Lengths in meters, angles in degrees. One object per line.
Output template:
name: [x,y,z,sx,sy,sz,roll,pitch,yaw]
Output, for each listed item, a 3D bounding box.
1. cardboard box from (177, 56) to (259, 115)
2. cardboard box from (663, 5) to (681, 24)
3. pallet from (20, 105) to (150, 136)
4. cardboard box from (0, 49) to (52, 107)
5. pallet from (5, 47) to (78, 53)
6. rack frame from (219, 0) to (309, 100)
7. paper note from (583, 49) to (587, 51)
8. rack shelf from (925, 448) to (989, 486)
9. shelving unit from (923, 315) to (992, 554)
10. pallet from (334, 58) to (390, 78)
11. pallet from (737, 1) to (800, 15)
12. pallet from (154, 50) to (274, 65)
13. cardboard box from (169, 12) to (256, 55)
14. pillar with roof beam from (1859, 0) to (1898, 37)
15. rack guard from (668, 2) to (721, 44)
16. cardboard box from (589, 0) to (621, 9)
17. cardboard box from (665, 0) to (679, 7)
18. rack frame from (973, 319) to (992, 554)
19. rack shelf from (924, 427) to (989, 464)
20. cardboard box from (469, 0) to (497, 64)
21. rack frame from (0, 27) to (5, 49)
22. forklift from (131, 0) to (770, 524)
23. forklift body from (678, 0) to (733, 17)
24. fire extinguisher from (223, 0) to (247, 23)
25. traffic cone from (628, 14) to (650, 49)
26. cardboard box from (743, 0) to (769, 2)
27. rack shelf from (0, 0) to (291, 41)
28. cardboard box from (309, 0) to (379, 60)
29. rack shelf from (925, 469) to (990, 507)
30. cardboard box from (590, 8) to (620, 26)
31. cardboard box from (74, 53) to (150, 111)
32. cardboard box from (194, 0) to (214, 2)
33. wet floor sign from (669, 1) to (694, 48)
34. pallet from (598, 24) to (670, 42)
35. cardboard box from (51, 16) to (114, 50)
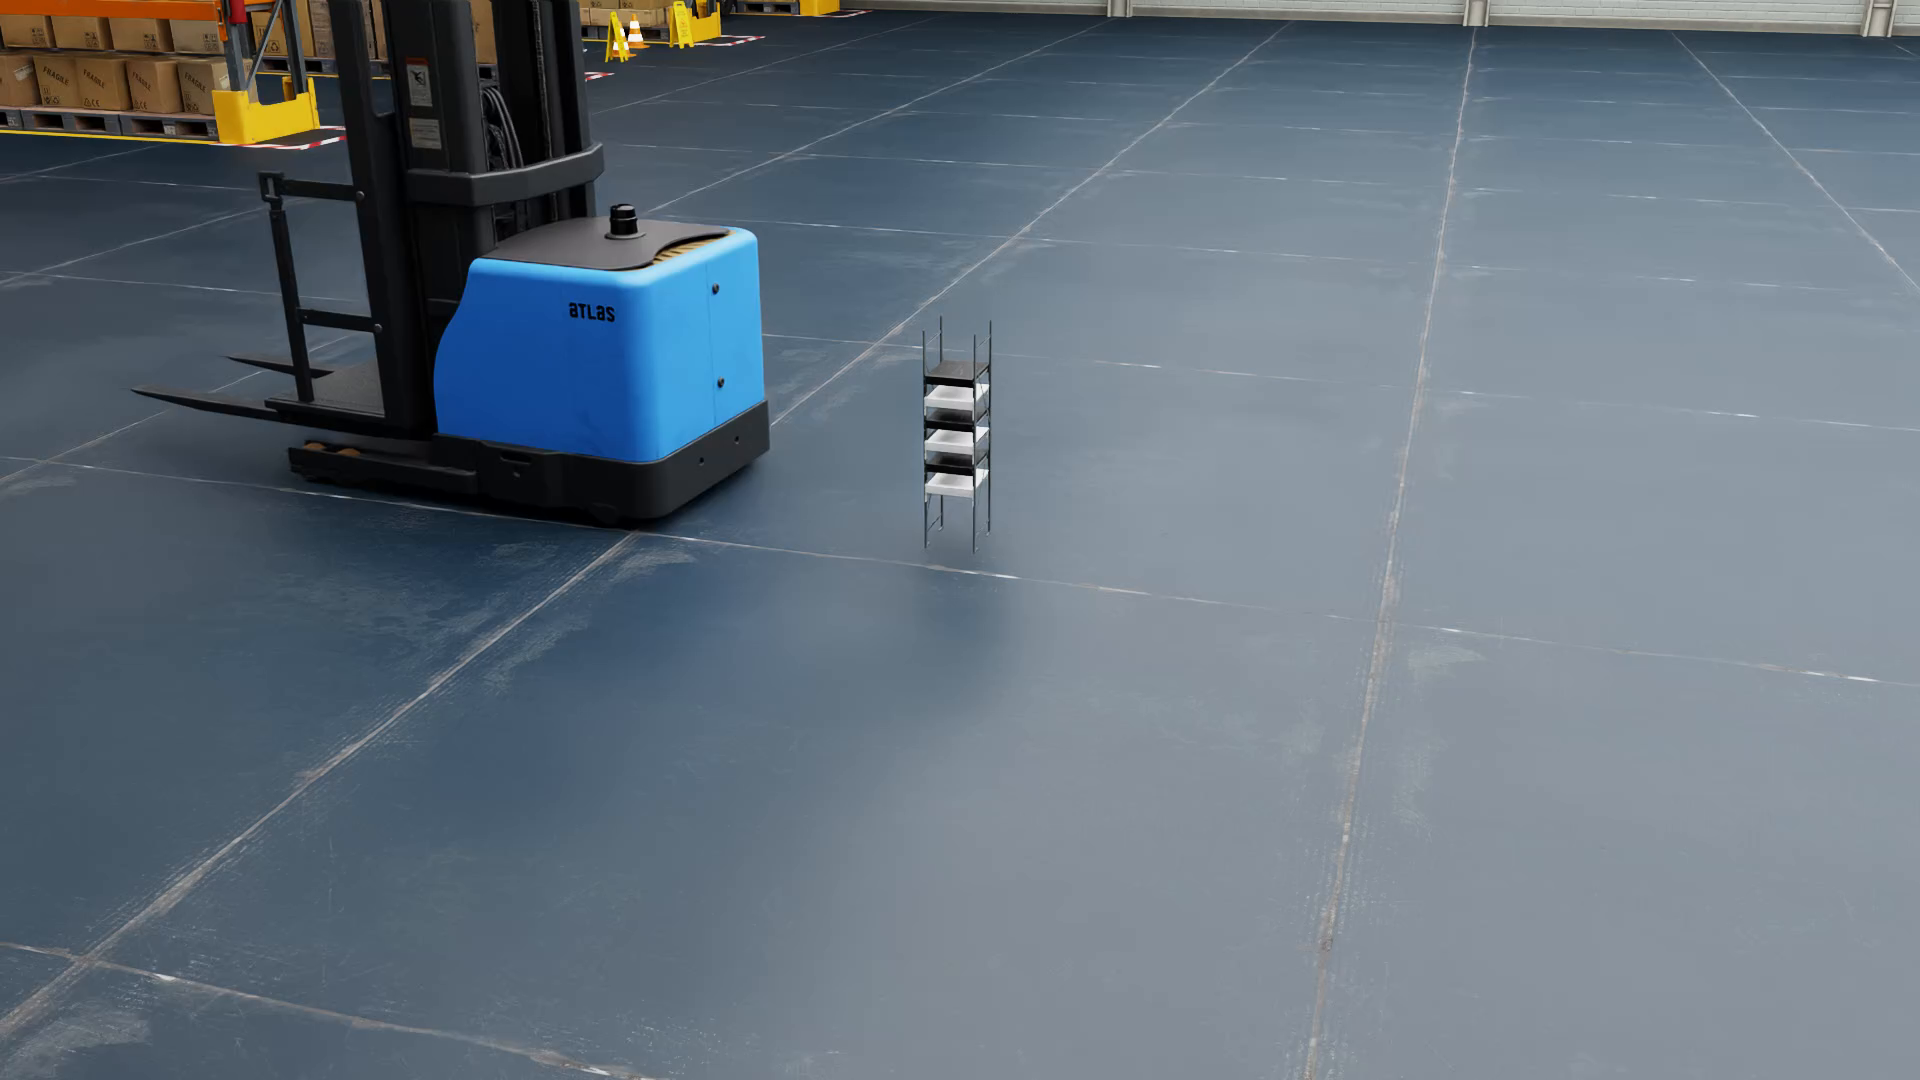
cardboard box: [-7.417,-4.545,16.639,0.500,0.500,0.500,11,25,25]
cardboard box: [-4.654,-8.145,25.743,0.500,0.250,0.500,6,23,15]
pallet: [-8.828,-4.387,17.188,1.213,0.211,1.003,7,23,16]
cardboard box: [-9.731,-4.791,17.237,0.500,0.500,0.500,15,27,32]
pallet: [-12.220,-6.697,22.818,1.213,0.211,1.003,7,23,16]
rack frame: [-6.824,-5.433,16.062,0.127,3.000,1.000,7,23,16]
paper note: [-5.441,-7.040,23.893,0.142,0.019,0.148,-1,22,-3]
rack shelf: [-0.008,-0.303,6.648,0.200,0.077,0.258,7,23,16]
shelving unit: [-0.008,-0.417,6.601,0.210,0.900,0.258,7,23,16]
pallet: [-7.247,-6.127,21.430,1.213,0.211,1.003,7,23,15]
pallet: [-3.275,-9.616,29.934,1.213,0.211,1.003,7,23,16]
pallet: [-9.884,-6.430,22.166,1.213,0.211,1.003,7,23,16]
cardboard box: [-9.744,-6.851,21.931,0.750,0.750,1.050,6,23,15]
pillar with roof beam: [13.052,-10.479,20.460,0.400,9.000,9.100,7,23,16]
rack guard: [-4.034,-7.885,25.335,0.348,0.500,1.175,7,23,16]
cardboard box: [-5.304,-8.352,25.260,0.500,0.500,0.500,7,23,17]
cardboard box: [-4.676,-8.494,25.606,0.500,0.500,0.500,6,23,14]
rack frame: [0.090,-0.406,6.574,0.006,0.900,0.240,7,23,16]
rack shelf: [-0.008,-0.386,6.614,0.200,0.077,0.258,7,23,16]
cardboard box: [-5.963,-6.486,20.875,0.875,0.875,0.875,7,23,16]
rack frame: [-12.953,-8.101,22.567,0.127,3.000,1.000,7,23,16]
forklift: [-2.435,-1.766,7.213,3.031,2.935,1.130,9,24,21]
forklift body: [-4.873,-9.990,28.290,1.214,2.155,2.313,7,23,16]
fire extinguisher: [-6.847,-5.217,15.638,0.183,0.674,0.296,7,23,16]
traffic cone: [-4.745,-7.438,24.294,0.334,0.463,0.336,7,23,16]
cardboard box: [-3.545,-9.754,29.667,0.500,0.250,0.500,7,23,15]
rack shelf: [-8.738,-5.319,16.733,4.000,0.370,1.077,7,23,16]
cardboard box: [-7.678,-6.682,21.354,0.875,0.875,0.875,7,23,16]
rack shelf: [-0.008,-0.220,6.682,0.200,0.077,0.258,7,23,16]
cardboard box: [-5.306,-8.006,25.405,0.500,0.250,0.500,7,23,16]
cardboard box: [-8.593,-4.674,16.952,0.500,0.500,0.500,9,24,20]
cardboard box: [-7.156,-5.273,16.003,0.250,0.149,0.380,7,23,16]
wet floor sign: [-4.088,-7.535,24.288,0.232,0.644,0.267,16,27,34]
pallet: [-4.801,-7.854,25.638,1.213,0.211,1.003,7,23,16]
cardboard box: [-11.558,-7.060,22.441,0.750,0.750,1.050,7,23,16]
